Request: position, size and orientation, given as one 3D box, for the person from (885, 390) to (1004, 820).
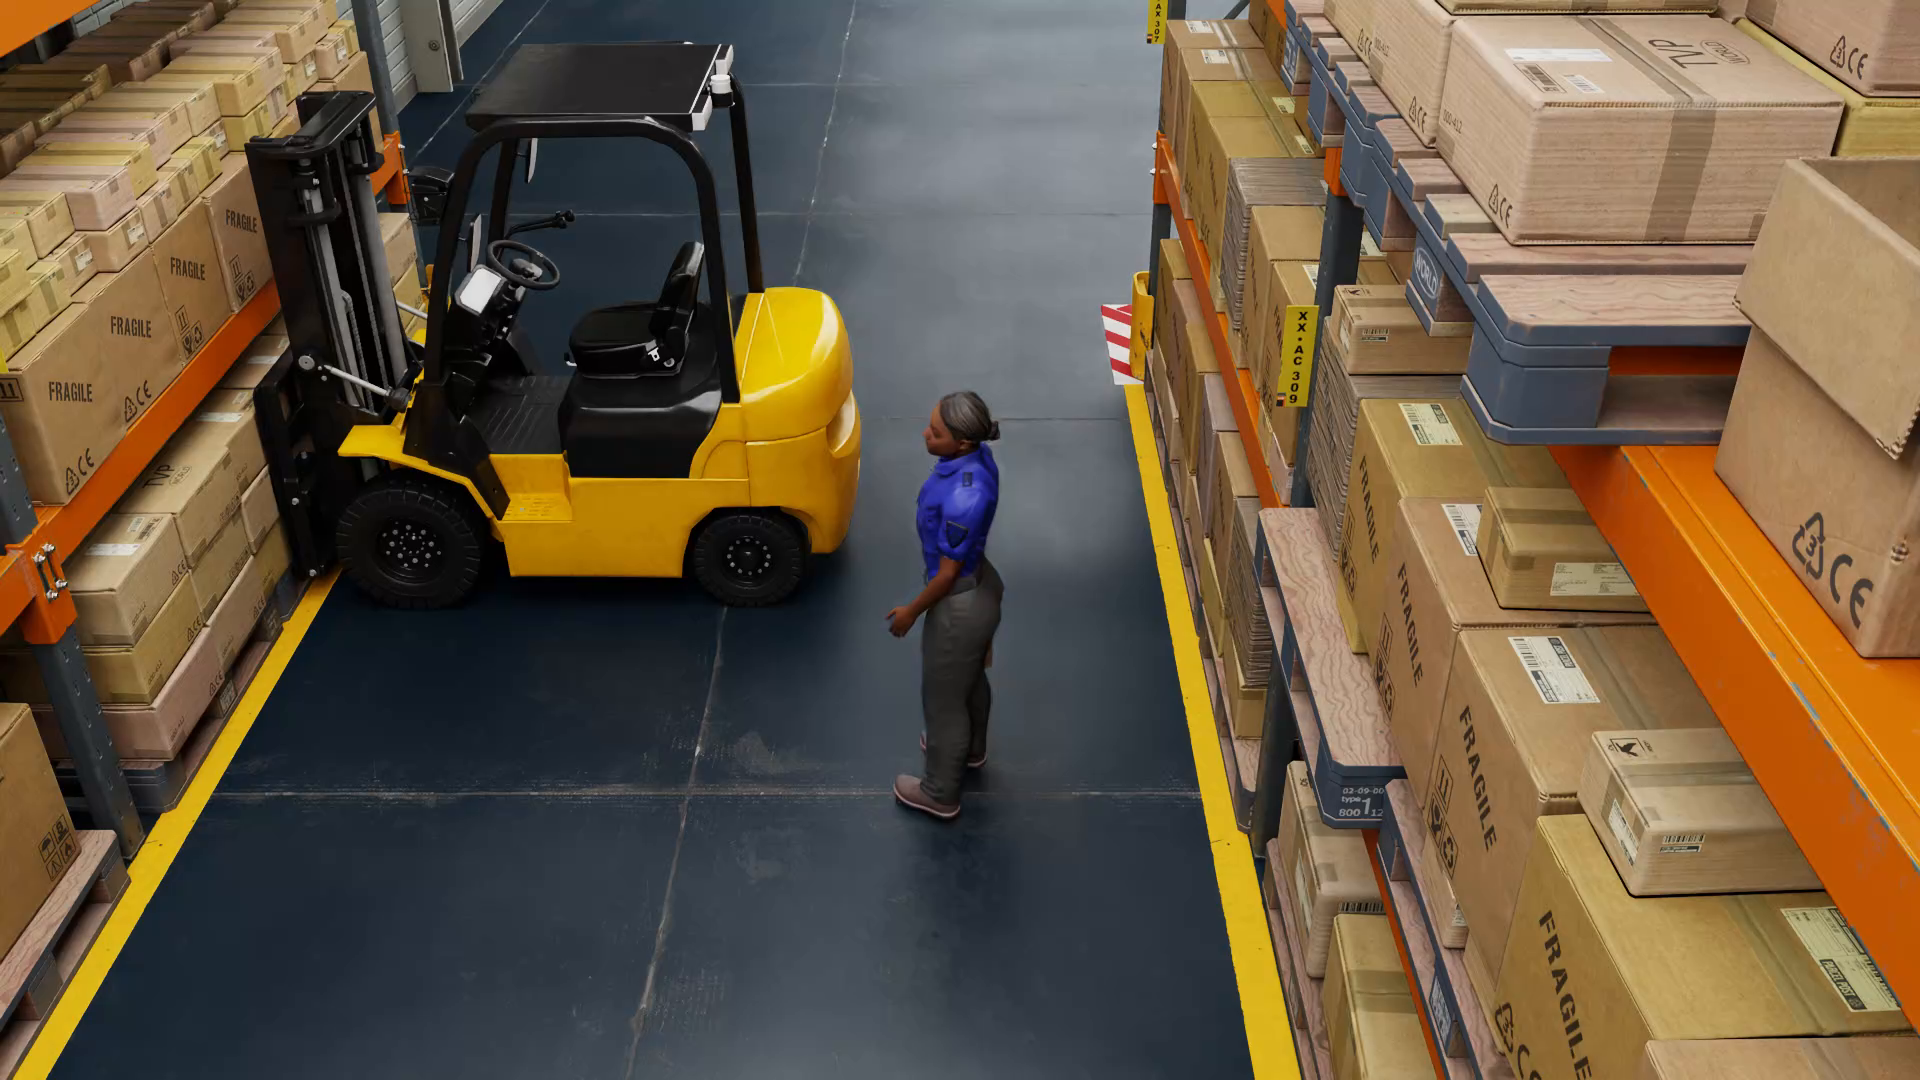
[{"bbox_3d":[-0.045,0.199,5.780,0.398,1.666,0.527,3,32,5],"label":"person"}]
